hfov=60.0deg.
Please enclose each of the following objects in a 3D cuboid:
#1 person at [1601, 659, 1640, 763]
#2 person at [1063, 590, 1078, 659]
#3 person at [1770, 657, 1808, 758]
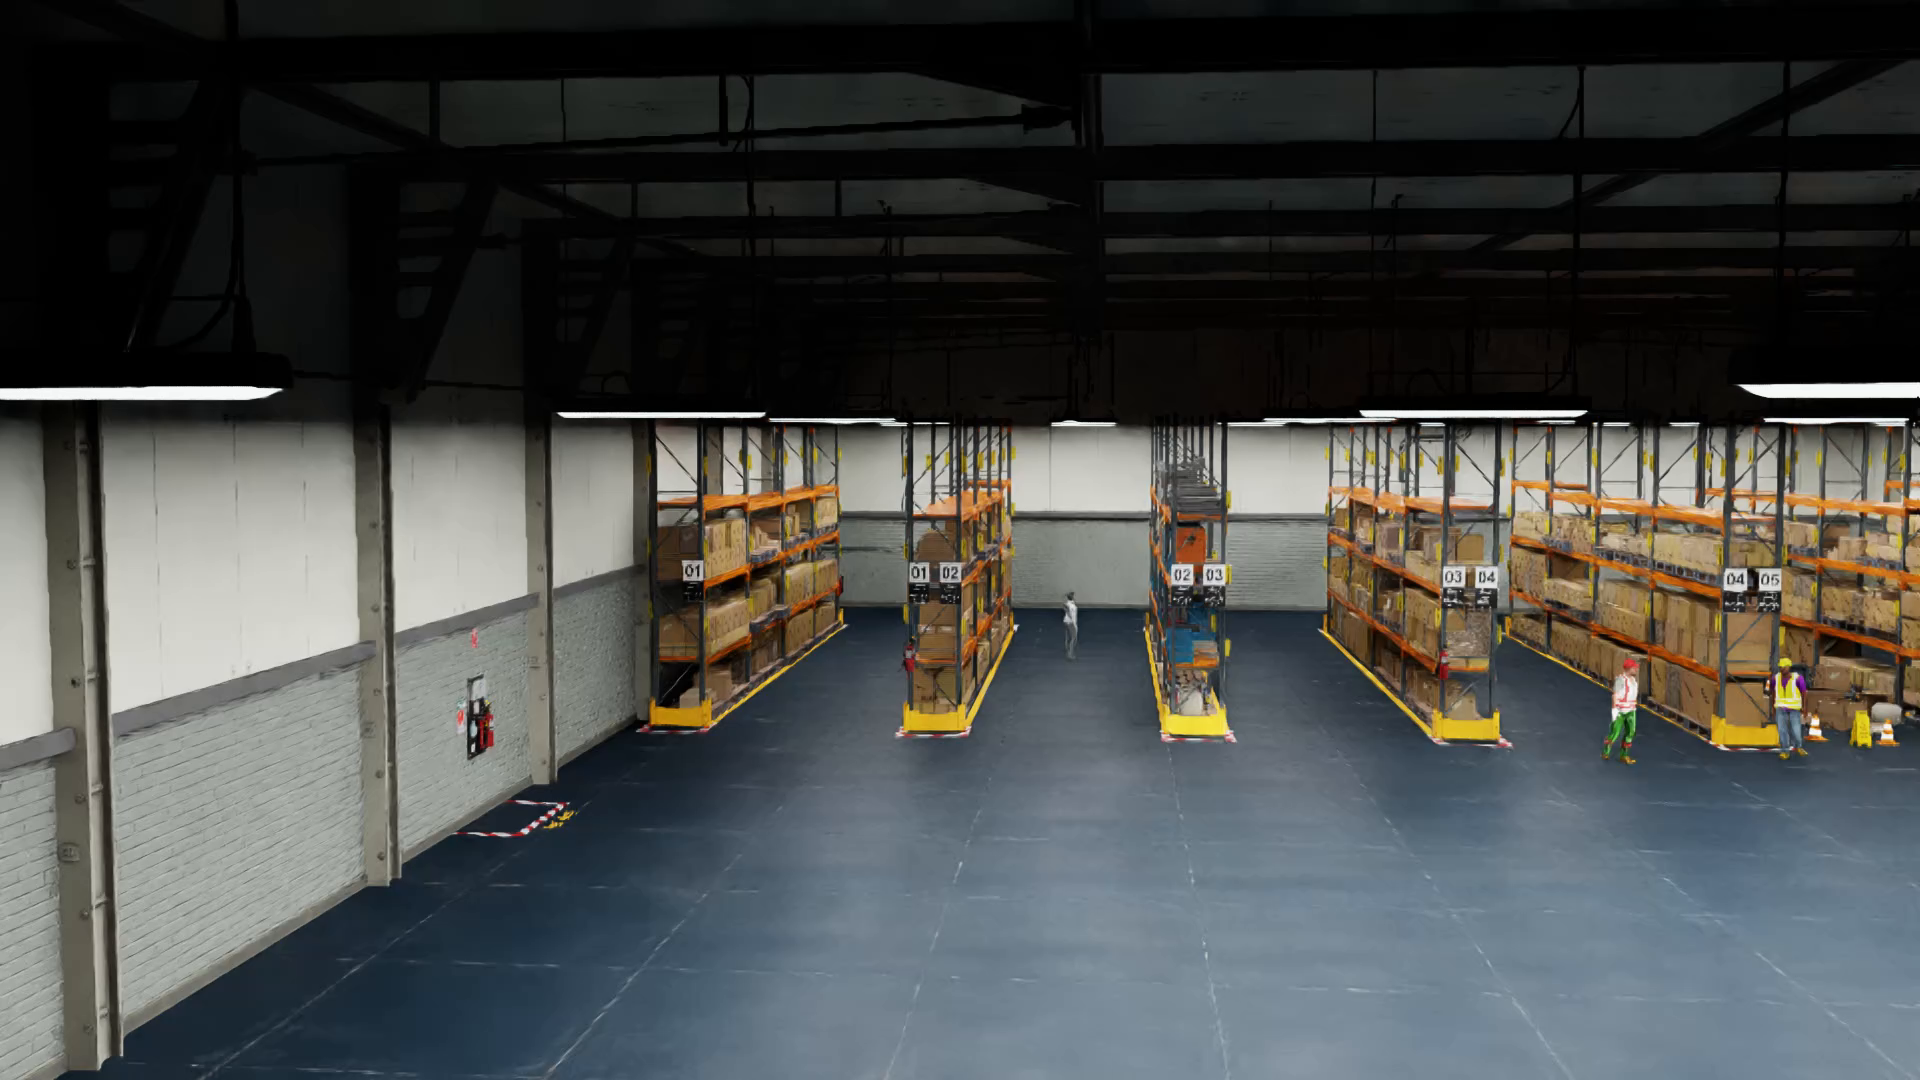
[{"bbox_3d":[11.353,2.917,28.580,0.579,1.775,0.567,-2,4,-30],"label":"person"},{"bbox_3d":[2.773,2.122,41.431,0.362,1.726,0.538,-1,4,-21],"label":"person"},{"bbox_3d":[14.419,2.906,28.909,0.610,1.753,0.579,3,5,41],"label":"person"}]
